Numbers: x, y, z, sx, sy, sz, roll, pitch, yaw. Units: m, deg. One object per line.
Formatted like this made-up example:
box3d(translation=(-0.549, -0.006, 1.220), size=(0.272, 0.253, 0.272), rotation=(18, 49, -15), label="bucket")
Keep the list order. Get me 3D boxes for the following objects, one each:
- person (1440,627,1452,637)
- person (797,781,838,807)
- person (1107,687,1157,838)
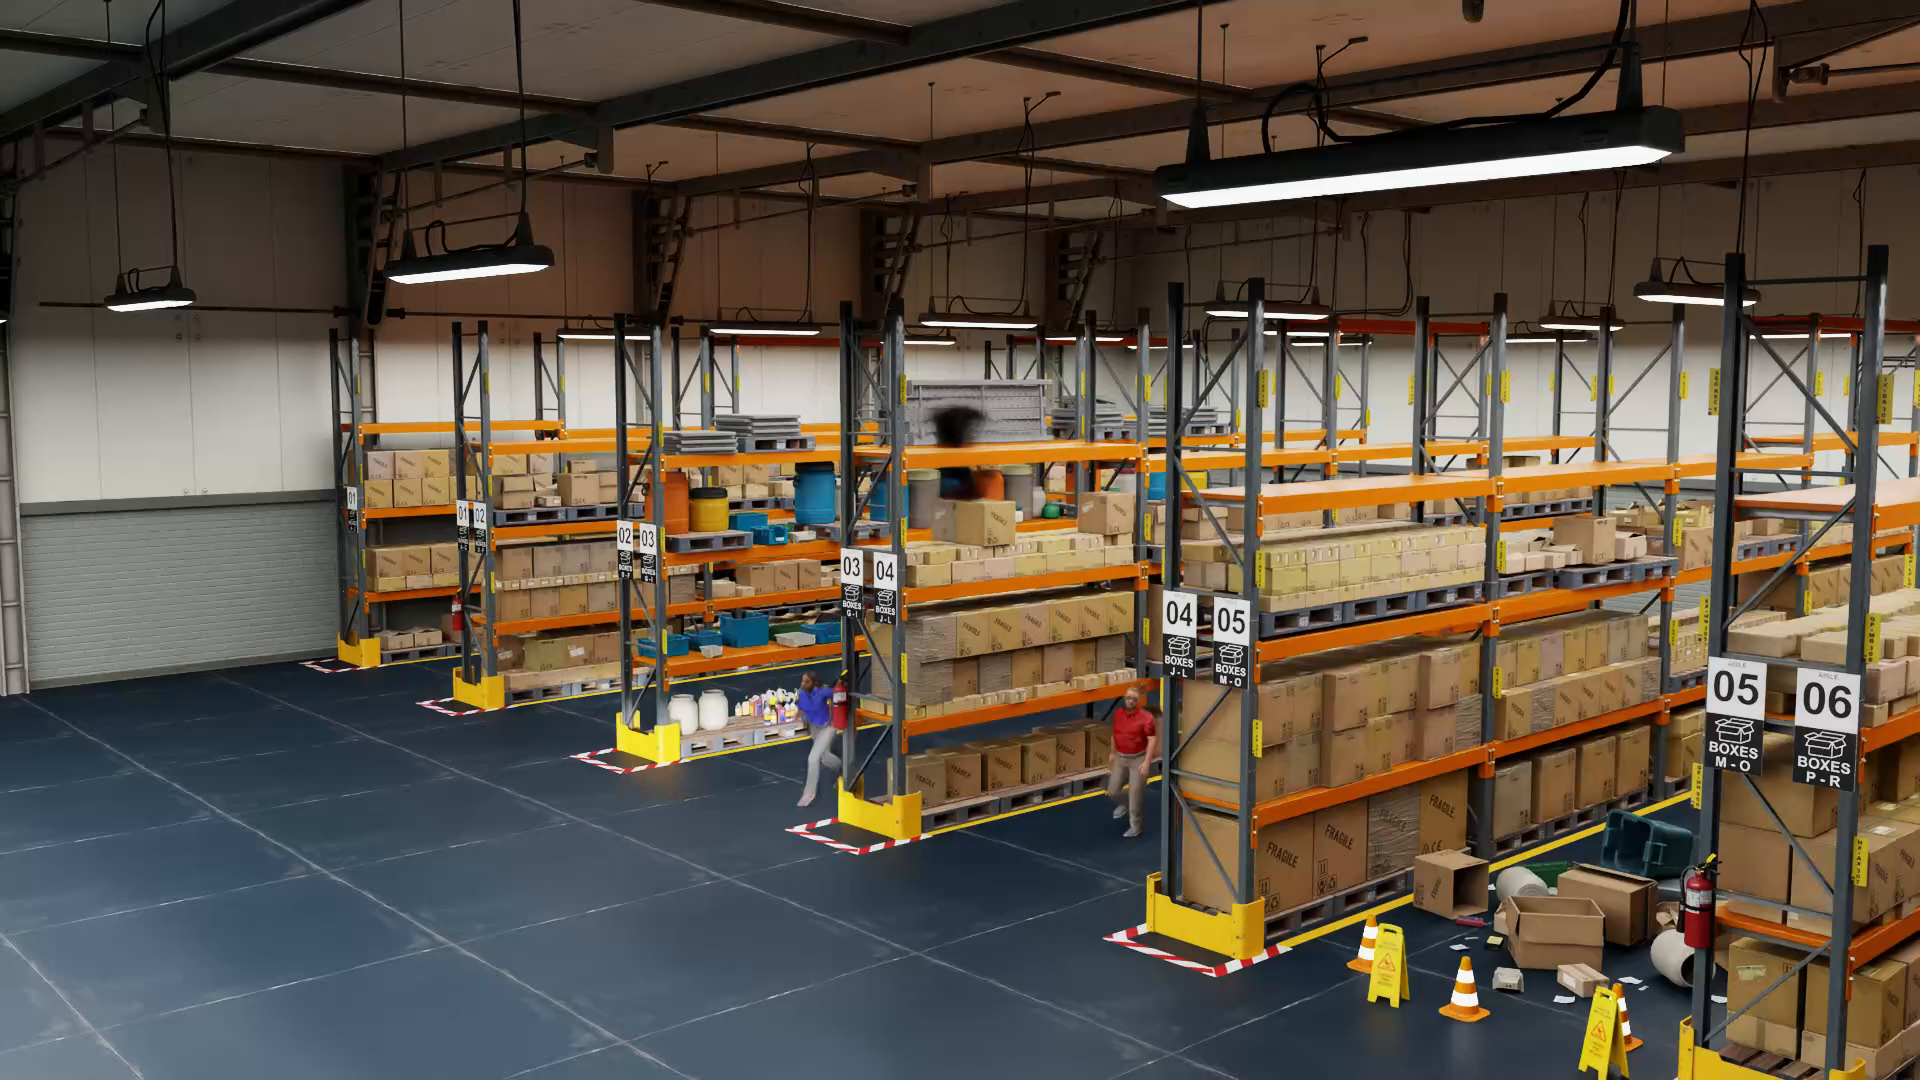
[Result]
box3d(translation=(6.925, 2.009, 23.604), size=(0.676, 1.687, 0.676), rotation=(4, 7, 35), label="person")
box3d(translation=(-1.655, 3.005, 20.370), size=(0.197, 0.401, 0.960), rotation=(5, 7, 40), label="person")
box3d(translation=(1.953, 2.468, 18.745), size=(0.714, 1.693, 0.681), rotation=(4, 7, 36), label="person")
